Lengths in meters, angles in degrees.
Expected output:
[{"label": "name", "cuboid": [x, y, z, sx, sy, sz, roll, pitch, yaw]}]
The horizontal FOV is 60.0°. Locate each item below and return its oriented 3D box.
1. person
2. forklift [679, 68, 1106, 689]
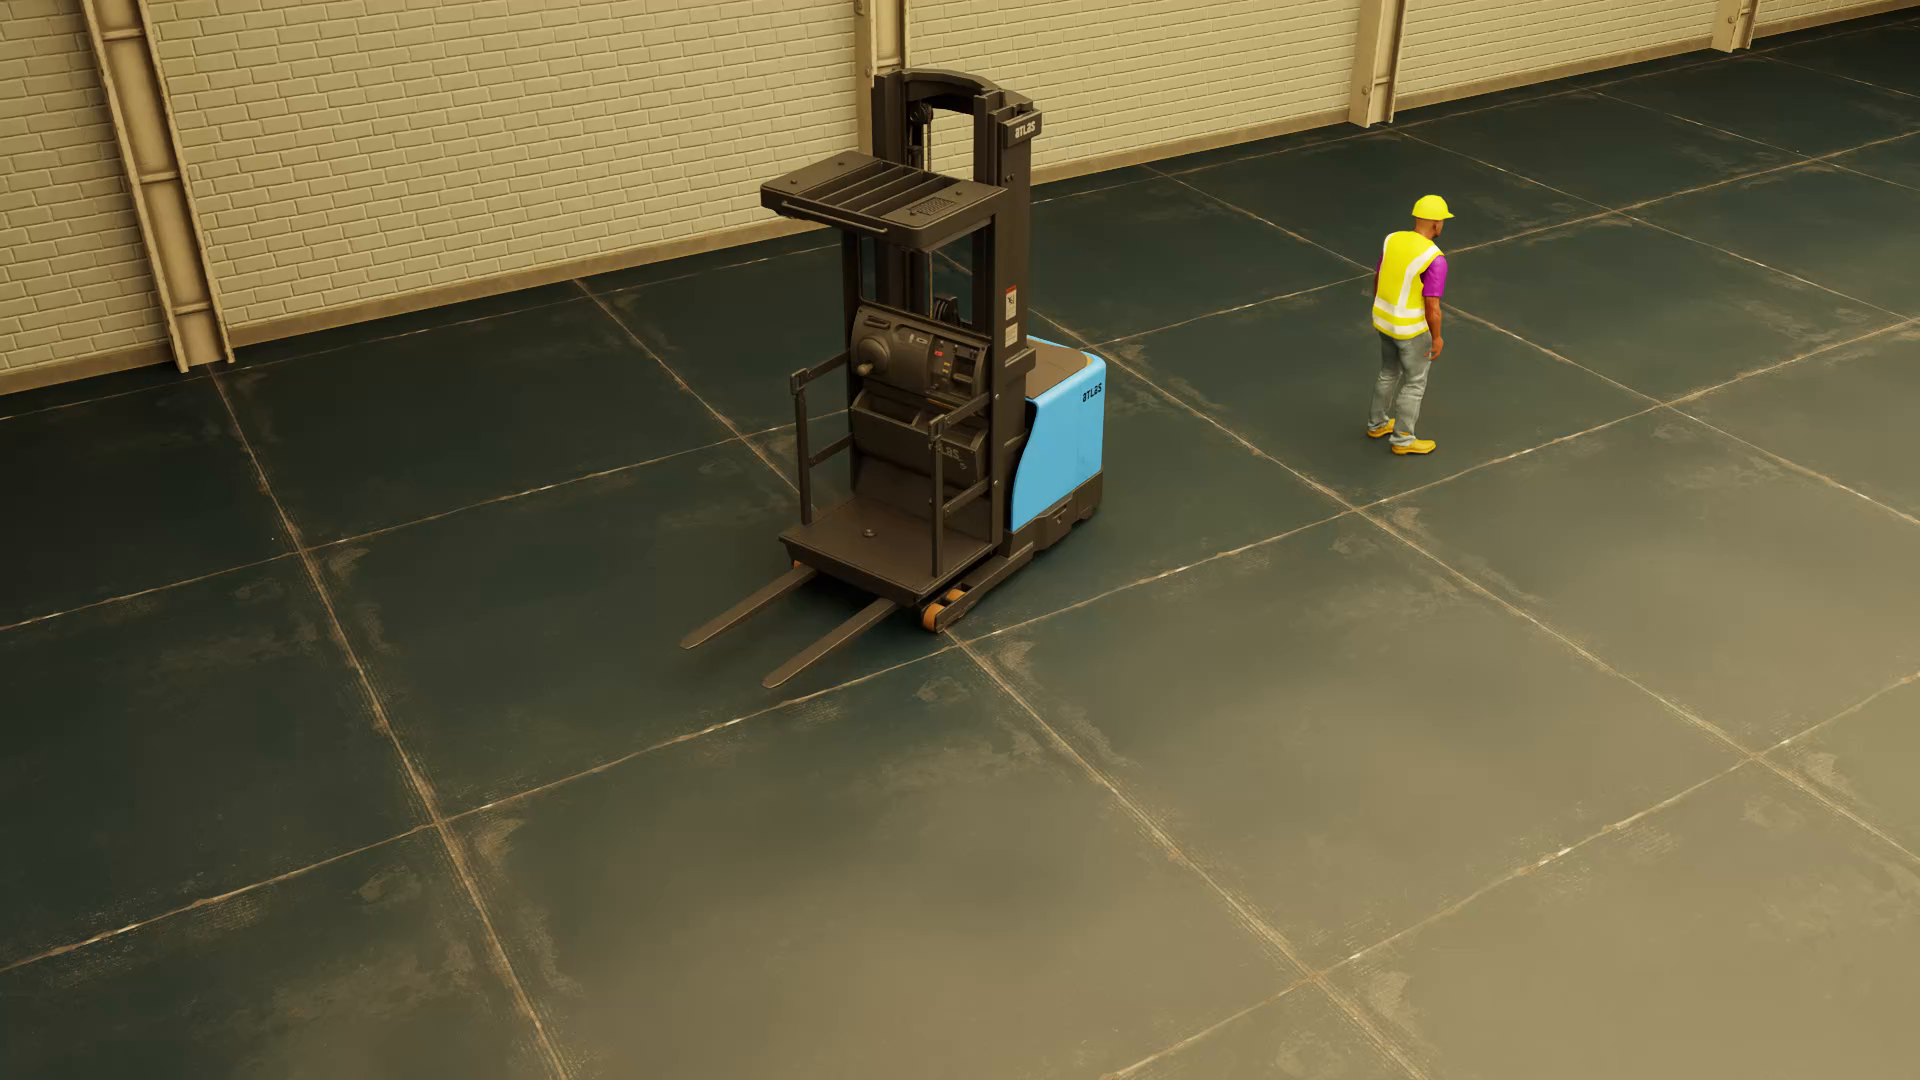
[{"label": "person", "cuboid": [3.032, -1.461, 11.231, 0.461, 1.759, 0.628, -14, 34, -22]}, {"label": "forklift", "cuboid": [-0.365, -1.007, 9.329, 1.130, 2.935, 3.031, 21, 37, 31]}]
